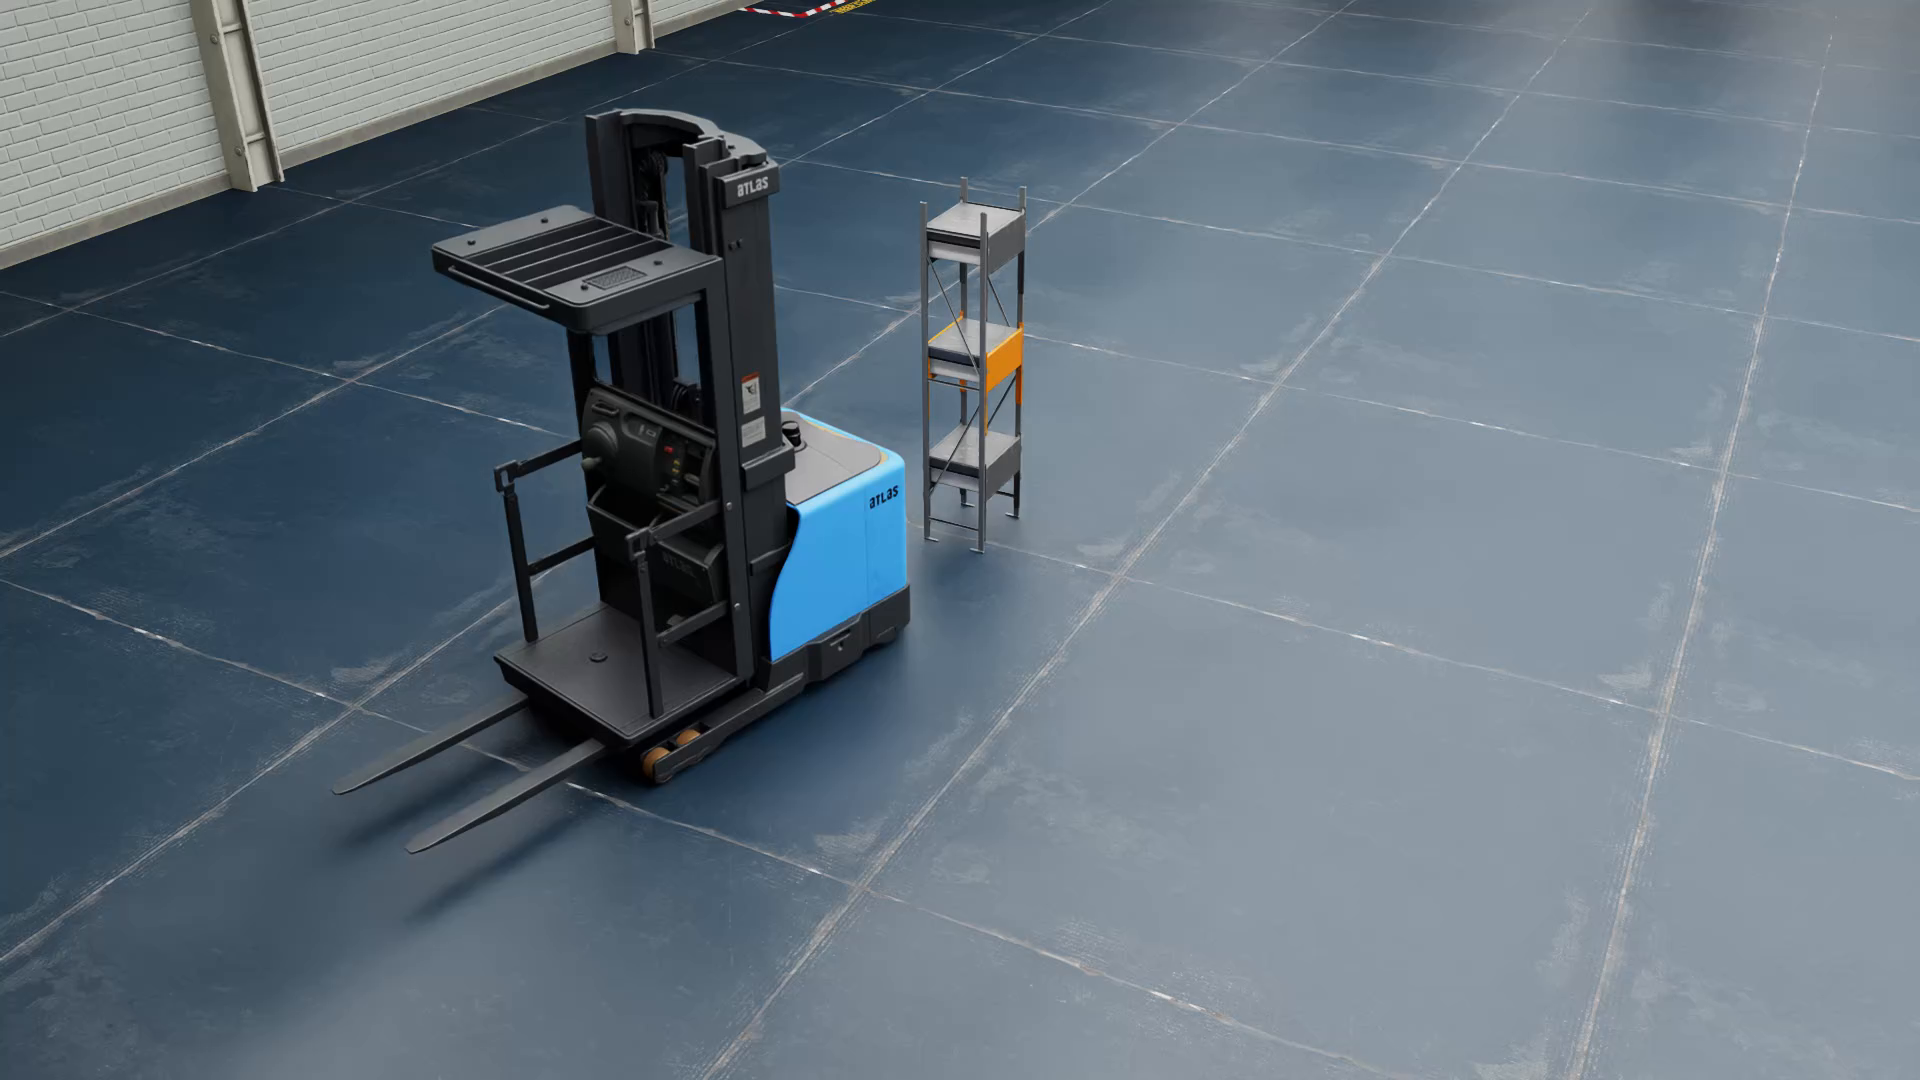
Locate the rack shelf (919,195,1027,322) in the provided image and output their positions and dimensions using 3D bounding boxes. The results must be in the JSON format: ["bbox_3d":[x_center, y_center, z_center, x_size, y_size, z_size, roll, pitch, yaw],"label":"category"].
[{"bbox_3d":[0.075,-1.579,9.304,0.431,0.518,0.480,14,33,23],"label":"rack shelf"}]

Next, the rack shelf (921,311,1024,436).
[{"bbox_3d":[0.075,-0.972,9.652,0.431,0.518,0.480,14,33,23],"label":"rack shelf"}]

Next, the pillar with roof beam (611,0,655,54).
[{"bbox_3d":[-0.197,-9.015,16.703,9.100,9.000,0.400,14,33,23],"label":"pillar with roof beam"}]

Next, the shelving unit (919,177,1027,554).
[{"bbox_3d":[0.075,-0.984,9.645,0.431,2.100,0.503,14,33,23],"label":"shelving unit"}]

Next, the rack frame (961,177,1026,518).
[{"bbox_3d":[0.187,-1.092,9.834,0.400,2.100,0.015,14,33,23],"label":"rack frame"}]

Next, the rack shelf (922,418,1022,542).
[{"bbox_3d":[0.075,-0.365,10.001,0.431,0.518,0.480,14,33,23],"label":"rack shelf"}]

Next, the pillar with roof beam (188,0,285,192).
[{"bbox_3d":[-2.930,-6.355,12.071,9.100,9.000,0.400,14,33,23],"label":"pillar with roof beam"}]

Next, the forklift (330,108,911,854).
[{"bbox_3d":[-1.627,-0.389,7.774,1.130,2.935,3.031,24,38,35],"label":"forklift"}]

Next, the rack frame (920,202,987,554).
[{"bbox_3d":[-0.036,-0.876,9.457,0.400,2.100,0.015,14,33,23],"label":"rack frame"}]
